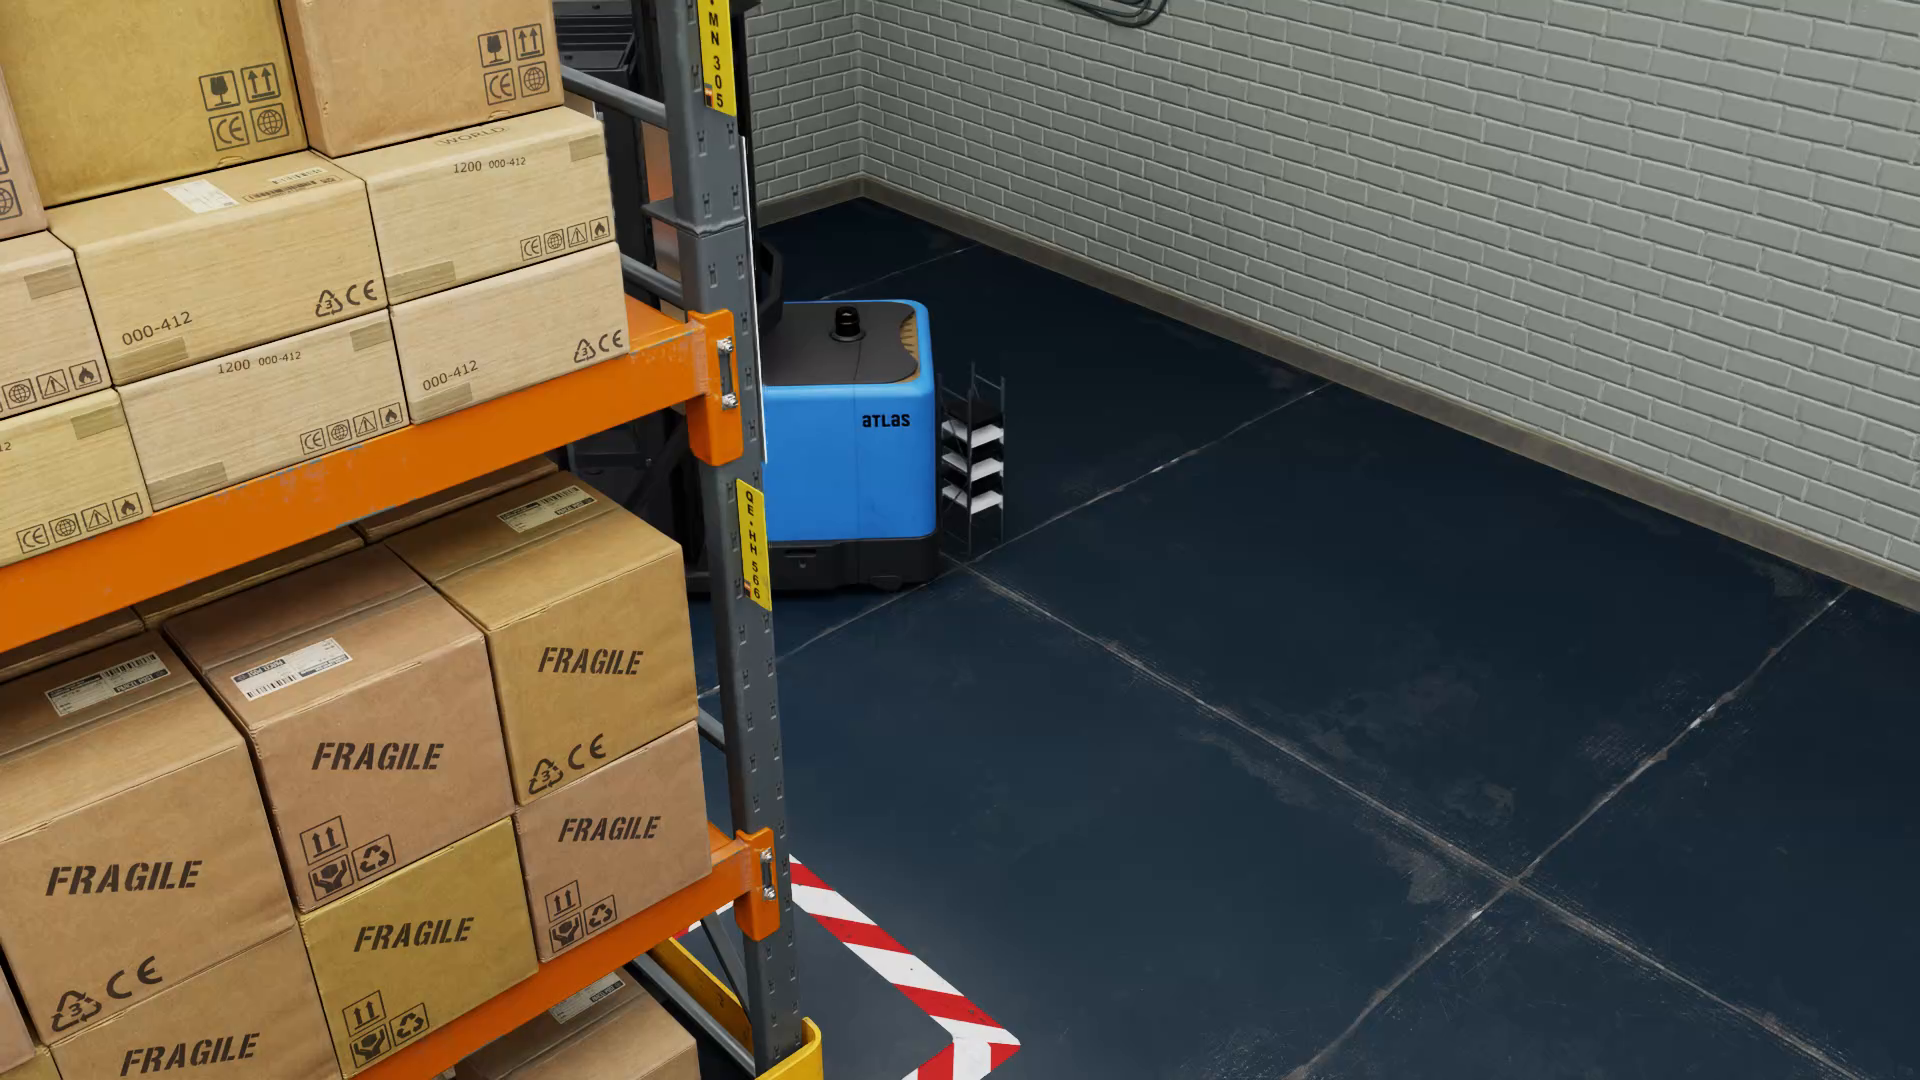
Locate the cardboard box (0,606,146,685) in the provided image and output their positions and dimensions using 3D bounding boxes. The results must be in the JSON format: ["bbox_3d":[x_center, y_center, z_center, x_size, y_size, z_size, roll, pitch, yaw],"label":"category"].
[{"bbox_3d":[-2.103,0.375,3.707,0.500,0.500,0.500,-25,39,-35],"label":"cardboard box"}]

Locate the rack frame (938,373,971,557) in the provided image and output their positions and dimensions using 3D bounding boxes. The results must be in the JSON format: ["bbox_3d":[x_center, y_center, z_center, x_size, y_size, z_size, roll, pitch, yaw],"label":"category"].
[{"bbox_3d":[-0.027,-0.351,7.961,0.006,0.900,0.240,-23,38,-33],"label":"rack frame"}]

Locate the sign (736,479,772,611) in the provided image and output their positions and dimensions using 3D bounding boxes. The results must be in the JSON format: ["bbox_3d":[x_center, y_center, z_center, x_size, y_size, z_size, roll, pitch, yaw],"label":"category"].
[{"bbox_3d":[-0.487,0.014,3.939,0.005,0.325,0.100,-26,40,-35],"label":"sign"}]

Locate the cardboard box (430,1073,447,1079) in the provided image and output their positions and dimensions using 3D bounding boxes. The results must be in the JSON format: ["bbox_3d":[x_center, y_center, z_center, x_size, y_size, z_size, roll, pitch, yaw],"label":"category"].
[{"bbox_3d":[-1.808,1.671,4.857,0.500,0.250,0.500,-26,40,-35],"label":"cardboard box"}]

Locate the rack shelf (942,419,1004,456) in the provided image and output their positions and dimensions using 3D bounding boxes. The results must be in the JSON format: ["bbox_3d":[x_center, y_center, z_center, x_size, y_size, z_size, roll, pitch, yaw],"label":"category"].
[{"bbox_3d":[0.052,-0.509,7.939,0.200,0.077,0.258,-23,38,-33],"label":"rack shelf"}]

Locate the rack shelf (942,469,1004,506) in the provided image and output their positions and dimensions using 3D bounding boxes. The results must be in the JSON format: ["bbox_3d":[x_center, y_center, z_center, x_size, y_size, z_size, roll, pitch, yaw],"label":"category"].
[{"bbox_3d":[0.052,-0.279,8.080,0.200,0.077,0.258,-23,38,-33],"label":"rack shelf"}]

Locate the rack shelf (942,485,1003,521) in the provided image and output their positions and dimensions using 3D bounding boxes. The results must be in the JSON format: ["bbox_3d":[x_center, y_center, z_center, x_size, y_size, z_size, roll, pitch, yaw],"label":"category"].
[{"bbox_3d":[0.052,-0.202,8.127,0.200,0.077,0.258,-23,38,-33],"label":"rack shelf"}]

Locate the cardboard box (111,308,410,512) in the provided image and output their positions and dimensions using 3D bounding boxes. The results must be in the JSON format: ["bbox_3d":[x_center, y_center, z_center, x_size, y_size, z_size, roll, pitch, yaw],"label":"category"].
[{"bbox_3d":[-1.422,-0.336,3.192,0.500,0.250,0.500,-26,40,-35],"label":"cardboard box"}]

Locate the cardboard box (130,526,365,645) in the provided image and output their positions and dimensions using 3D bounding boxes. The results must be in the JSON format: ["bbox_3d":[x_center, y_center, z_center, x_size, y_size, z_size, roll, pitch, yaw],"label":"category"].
[{"bbox_3d":[-1.733,0.199,3.995,0.500,0.500,0.500,-25,40,-35],"label":"cardboard box"}]

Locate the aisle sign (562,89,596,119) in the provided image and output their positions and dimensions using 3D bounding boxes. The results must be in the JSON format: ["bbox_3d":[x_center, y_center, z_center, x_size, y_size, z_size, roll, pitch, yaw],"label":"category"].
[{"bbox_3d":[-1.000,-0.822,4.227,0.004,0.787,0.394,-26,40,-35],"label":"aisle sign"}]

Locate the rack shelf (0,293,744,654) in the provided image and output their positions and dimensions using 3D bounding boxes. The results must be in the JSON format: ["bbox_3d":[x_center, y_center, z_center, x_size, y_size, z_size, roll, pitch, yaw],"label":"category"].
[{"bbox_3d":[-2.317,0.160,2.927,4.000,0.370,1.077,-26,40,-35],"label":"rack shelf"}]

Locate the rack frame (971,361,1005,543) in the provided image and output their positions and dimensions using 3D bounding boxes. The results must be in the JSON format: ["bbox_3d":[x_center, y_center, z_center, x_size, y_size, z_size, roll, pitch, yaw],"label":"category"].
[{"bbox_3d":[0.131,-0.418,8.071,0.006,0.900,0.240,-23,38,-33],"label":"rack frame"}]

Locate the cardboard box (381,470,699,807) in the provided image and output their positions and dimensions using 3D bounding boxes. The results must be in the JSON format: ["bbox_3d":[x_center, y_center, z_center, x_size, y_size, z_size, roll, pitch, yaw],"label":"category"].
[{"bbox_3d":[-0.989,0.217,3.965,0.500,0.500,0.500,-26,40,-36],"label":"cardboard box"}]

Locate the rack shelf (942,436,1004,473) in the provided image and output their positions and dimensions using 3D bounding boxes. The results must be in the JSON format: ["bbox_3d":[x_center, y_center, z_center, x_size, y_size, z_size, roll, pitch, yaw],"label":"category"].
[{"bbox_3d":[0.052,-0.433,7.986,0.200,0.077,0.258,-23,38,-33],"label":"rack shelf"}]

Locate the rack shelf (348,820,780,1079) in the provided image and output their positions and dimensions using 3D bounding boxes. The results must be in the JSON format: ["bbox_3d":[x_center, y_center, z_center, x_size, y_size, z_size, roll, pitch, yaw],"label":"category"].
[{"bbox_3d":[-2.317,1.440,3.709,4.000,0.370,1.077,-26,40,-35],"label":"rack shelf"}]

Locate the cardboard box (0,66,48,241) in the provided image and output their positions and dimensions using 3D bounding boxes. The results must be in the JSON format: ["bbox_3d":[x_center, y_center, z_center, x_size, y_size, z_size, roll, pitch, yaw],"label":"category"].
[{"bbox_3d":[-1.934,-0.774,2.710,0.500,0.500,0.700,-26,40,-35],"label":"cardboard box"}]

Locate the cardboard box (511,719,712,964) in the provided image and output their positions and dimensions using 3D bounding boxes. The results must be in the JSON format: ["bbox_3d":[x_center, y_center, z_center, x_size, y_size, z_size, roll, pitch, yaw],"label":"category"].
[{"bbox_3d":[-0.993,0.644,4.226,0.500,0.500,0.500,-24,39,-34],"label":"cardboard box"}]

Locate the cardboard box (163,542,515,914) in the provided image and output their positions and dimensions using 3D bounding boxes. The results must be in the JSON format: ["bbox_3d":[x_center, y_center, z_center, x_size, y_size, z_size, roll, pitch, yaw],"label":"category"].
[{"bbox_3d":[-1.359,0.397,3.671,0.500,0.500,0.500,-25,39,-34],"label":"cardboard box"}]

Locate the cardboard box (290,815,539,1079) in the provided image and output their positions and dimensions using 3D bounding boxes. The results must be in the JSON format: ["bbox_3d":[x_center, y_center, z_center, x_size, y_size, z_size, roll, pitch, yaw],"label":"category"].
[{"bbox_3d":[-1.371,0.829,3.923,0.500,0.500,0.500,-25,40,-35],"label":"cardboard box"}]

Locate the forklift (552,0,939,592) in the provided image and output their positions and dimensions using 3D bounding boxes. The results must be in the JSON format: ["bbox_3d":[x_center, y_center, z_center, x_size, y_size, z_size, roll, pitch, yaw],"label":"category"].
[{"bbox_3d":[-1.634,-1.227,7.447,3.031,2.935,1.130,-2,31,-2],"label":"forklift"}]

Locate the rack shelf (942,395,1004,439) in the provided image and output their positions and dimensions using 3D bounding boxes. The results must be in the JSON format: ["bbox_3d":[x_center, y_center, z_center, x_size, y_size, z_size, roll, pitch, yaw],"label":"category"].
[{"bbox_3d":[0.052,-0.586,7.892,0.200,0.077,0.258,-23,38,-33],"label":"rack shelf"}]

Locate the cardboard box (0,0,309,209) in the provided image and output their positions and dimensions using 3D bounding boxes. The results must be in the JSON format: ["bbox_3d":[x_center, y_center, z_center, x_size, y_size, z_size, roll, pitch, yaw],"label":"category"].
[{"bbox_3d":[-1.640,-0.992,3.067,0.500,0.500,0.700,-26,40,-35],"label":"cardboard box"}]

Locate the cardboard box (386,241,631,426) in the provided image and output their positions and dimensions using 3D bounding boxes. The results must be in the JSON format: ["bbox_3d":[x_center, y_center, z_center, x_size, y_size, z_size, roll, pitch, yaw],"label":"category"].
[{"bbox_3d":[-1.047,-0.509,3.476,0.500,0.250,0.500,-26,40,-35],"label":"cardboard box"}]

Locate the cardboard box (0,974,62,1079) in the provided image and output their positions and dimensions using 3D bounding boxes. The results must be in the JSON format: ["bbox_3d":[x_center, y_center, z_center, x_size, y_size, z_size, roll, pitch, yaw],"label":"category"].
[{"bbox_3d":[-2.111,1.183,3.344,0.500,0.500,0.500,-26,40,-36],"label":"cardboard box"}]

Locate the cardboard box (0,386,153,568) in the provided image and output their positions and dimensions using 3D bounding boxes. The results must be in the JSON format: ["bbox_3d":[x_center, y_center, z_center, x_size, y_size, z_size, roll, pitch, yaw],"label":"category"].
[{"bbox_3d":[-1.779,-0.154,2.894,0.500,0.250,0.500,-26,40,-35],"label":"cardboard box"}]

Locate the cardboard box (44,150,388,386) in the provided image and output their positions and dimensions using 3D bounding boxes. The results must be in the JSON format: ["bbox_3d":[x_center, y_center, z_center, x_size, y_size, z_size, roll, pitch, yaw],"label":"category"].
[{"bbox_3d":[-1.420,-0.548,3.060,0.500,0.250,0.500,-26,40,-35],"label":"cardboard box"}]

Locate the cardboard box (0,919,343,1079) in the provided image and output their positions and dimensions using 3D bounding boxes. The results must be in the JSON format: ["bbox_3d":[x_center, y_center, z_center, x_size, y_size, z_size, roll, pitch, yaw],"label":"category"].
[{"bbox_3d":[-1.741,1.004,3.637,0.500,0.500,0.500,-25,40,-35],"label":"cardboard box"}]

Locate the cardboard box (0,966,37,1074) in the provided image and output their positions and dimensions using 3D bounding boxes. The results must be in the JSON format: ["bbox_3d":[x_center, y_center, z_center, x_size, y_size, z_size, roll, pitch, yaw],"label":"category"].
[{"bbox_3d":[-2.113,0.765,3.070,0.500,0.500,0.500,-24,39,-34],"label":"cardboard box"}]

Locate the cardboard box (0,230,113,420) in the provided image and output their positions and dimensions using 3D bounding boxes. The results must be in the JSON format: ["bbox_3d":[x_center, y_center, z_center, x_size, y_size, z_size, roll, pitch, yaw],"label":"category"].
[{"bbox_3d":[-1.789,-0.372,2.773,0.500,0.250,0.500,-26,40,-35],"label":"cardboard box"}]

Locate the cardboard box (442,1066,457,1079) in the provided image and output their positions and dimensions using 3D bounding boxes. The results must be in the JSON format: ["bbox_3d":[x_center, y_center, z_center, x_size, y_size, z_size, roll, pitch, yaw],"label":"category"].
[{"bbox_3d":[-1.574,1.550,5.133,0.250,0.166,0.380,-26,40,-35],"label":"cardboard box"}]

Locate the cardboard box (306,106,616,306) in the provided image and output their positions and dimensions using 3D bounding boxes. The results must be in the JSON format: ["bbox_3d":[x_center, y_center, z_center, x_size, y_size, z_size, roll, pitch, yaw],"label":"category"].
[{"bbox_3d":[-1.053,-0.726,3.351,0.500,0.250,0.500,-26,40,-35],"label":"cardboard box"}]

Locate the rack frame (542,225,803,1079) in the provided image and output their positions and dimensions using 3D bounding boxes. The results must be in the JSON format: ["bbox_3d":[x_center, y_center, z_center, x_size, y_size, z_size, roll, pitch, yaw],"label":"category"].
[{"bbox_3d":[-0.850,0.424,4.682,0.127,3.000,1.000,-26,40,-35],"label":"rack frame"}]

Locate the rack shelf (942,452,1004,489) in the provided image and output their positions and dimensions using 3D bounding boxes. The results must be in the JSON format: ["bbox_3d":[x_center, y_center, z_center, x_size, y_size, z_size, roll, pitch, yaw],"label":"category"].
[{"bbox_3d":[0.052,-0.356,8.033,0.200,0.077,0.258,-23,38,-33],"label":"rack shelf"}]

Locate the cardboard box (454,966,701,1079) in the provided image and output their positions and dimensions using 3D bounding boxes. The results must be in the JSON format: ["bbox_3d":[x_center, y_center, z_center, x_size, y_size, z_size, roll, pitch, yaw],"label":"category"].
[{"bbox_3d":[-1.081,1.589,4.750,0.500,0.500,0.500,-26,40,-35],"label":"cardboard box"}]

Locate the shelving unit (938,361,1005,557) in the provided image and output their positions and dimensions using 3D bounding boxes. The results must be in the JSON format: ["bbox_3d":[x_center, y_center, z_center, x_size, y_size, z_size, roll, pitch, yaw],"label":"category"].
[{"bbox_3d":[0.052,-0.384,8.016,0.210,0.900,0.258,-23,38,-33],"label":"shelving unit"}]

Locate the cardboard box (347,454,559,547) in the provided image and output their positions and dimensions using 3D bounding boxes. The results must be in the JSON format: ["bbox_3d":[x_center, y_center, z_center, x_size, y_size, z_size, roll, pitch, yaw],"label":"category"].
[{"bbox_3d":[-1.355,0.011,4.303,0.500,0.500,0.500,-24,39,-34],"label":"cardboard box"}]

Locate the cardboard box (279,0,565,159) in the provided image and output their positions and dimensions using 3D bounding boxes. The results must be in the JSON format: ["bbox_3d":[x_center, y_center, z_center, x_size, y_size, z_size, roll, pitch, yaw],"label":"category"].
[{"bbox_3d":[-1.216,-1.137,3.304,0.500,0.500,0.700,-26,40,-35],"label":"cardboard box"}]

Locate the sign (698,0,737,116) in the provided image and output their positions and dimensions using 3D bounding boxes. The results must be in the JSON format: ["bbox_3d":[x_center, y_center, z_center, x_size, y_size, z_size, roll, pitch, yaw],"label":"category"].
[{"bbox_3d":[-0.487,-1.014,3.310,0.005,0.325,0.100,-26,40,-35],"label":"sign"}]

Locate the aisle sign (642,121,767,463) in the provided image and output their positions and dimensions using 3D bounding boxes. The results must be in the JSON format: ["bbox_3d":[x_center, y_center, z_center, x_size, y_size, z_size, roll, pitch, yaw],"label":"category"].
[{"bbox_3d":[-0.592,-0.593,3.852,0.004,0.787,0.394,-26,40,-35],"label":"aisle sign"}]

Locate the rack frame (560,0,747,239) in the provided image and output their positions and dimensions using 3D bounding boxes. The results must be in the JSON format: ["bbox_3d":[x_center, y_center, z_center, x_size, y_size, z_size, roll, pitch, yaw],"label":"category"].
[{"bbox_3d":[-0.850,-2.136,3.117,0.127,3.000,1.000,-26,40,-35],"label":"rack frame"}]

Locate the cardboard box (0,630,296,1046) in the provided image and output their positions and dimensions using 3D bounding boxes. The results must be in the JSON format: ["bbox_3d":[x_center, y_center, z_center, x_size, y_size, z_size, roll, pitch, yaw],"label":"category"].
[{"bbox_3d":[-1.736,0.583,3.368,0.500,0.500,0.500,-25,39,-34],"label":"cardboard box"}]

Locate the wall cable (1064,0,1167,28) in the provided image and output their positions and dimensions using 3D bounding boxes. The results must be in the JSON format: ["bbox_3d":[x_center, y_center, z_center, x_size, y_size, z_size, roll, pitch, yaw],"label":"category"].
[{"bbox_3d":[0.169,-4.574,10.081,0.112,2.526,3.097,-26,40,-35],"label":"wall cable"}]

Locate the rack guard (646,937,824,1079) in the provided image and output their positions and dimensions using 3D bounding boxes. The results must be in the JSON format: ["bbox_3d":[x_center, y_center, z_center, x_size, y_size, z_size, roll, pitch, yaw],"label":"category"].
[{"bbox_3d":[-0.906,1.517,5.290,0.348,0.500,1.175,-26,40,-35],"label":"rack guard"}]
